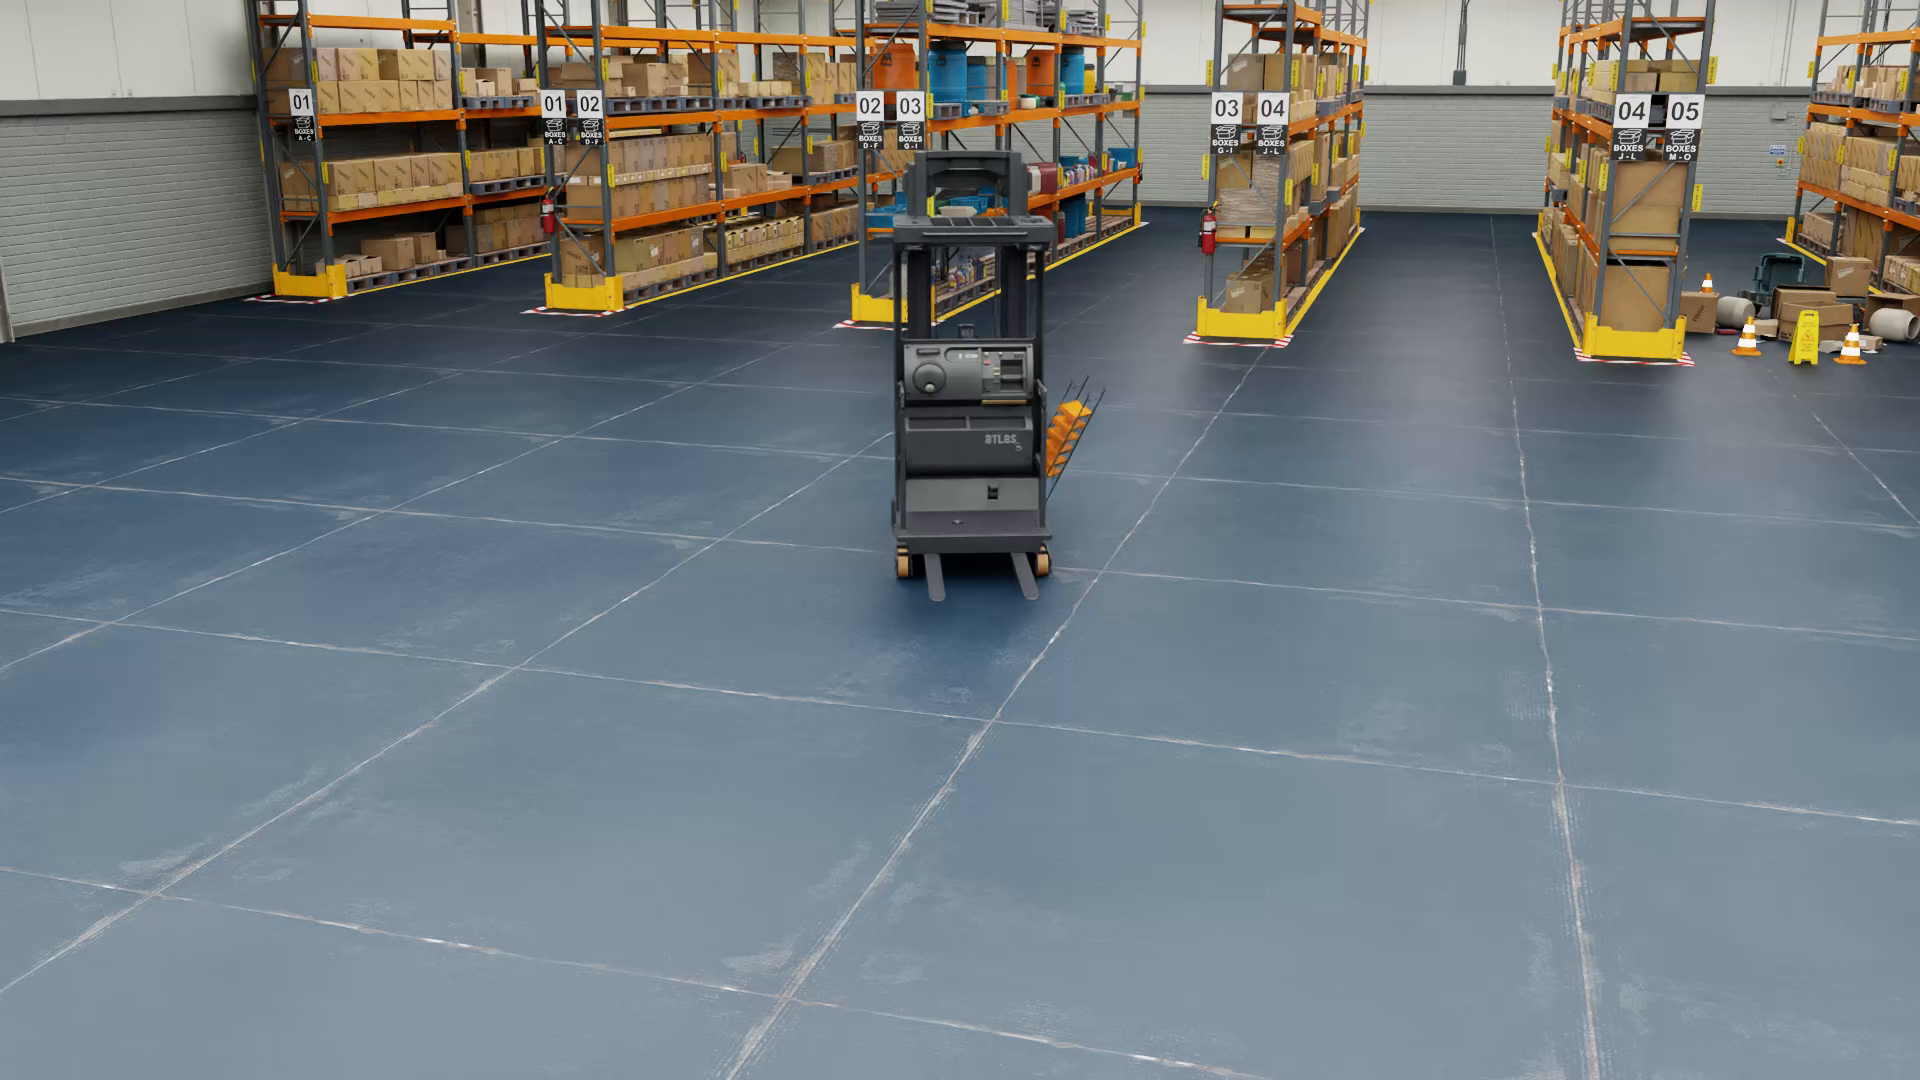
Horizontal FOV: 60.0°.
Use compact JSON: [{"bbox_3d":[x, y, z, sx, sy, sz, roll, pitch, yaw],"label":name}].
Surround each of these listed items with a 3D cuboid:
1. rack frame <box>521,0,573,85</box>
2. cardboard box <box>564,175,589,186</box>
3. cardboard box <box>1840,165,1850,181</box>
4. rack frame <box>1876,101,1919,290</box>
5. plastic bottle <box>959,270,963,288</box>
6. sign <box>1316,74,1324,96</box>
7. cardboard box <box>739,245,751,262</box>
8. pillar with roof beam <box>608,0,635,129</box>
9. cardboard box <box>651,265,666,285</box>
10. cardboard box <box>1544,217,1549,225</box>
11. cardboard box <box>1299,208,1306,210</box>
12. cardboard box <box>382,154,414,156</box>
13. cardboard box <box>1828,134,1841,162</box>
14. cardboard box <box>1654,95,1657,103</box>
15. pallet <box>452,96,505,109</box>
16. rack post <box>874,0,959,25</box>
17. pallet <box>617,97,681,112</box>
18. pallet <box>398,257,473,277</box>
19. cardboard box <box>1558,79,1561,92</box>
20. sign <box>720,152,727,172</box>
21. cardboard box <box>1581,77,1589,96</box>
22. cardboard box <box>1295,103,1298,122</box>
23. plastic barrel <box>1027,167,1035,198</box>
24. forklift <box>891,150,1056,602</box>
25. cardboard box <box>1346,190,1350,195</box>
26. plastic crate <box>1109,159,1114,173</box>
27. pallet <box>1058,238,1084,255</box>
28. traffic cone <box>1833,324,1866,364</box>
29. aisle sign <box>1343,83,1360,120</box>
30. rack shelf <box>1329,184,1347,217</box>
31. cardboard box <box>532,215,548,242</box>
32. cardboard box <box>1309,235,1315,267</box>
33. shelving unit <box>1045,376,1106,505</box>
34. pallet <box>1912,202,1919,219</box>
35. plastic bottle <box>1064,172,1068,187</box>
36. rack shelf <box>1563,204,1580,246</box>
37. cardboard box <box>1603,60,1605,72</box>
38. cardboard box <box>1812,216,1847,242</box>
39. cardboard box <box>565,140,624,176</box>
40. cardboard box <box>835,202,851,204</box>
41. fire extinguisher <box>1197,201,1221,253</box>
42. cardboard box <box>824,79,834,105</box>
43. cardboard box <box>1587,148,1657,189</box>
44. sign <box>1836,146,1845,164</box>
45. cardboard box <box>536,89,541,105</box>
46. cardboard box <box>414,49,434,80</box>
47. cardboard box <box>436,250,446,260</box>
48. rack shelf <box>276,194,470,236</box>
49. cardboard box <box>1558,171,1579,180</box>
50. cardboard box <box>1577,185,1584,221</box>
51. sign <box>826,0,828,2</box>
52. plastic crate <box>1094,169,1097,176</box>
[{"bbox_3d":[-8.170,-10.342,32.801,1.000,3.000,0.127,5,16,16],"label":"rack frame"},{"bbox_3d":[-5.767,-5.455,25.192,0.380,0.149,0.250,4,16,15],"label":"cardboard box"},{"bbox_3d":[16.320,-6.657,30.161,0.500,0.250,0.500,4,16,14],"label":"cardboard box"},{"bbox_3d":[15.579,-5.535,26.848,1.000,3.000,0.127,5,16,16],"label":"rack frame"},{"bbox_3d":[-0.005,-4.060,25.840,0.097,0.271,0.097,0,16,0],"label":"plastic bottle"},{"bbox_3d":[5.463,-6.909,25.247,0.100,0.325,0.005,5,16,16],"label":"sign"},{"bbox_3d":[-4.058,-5.126,29.673,0.500,0.250,0.500,5,17,17],"label":"cardboard box"},{"bbox_3d":[-3.536,-11.305,36.196,9.100,9.000,0.400,5,16,16],"label":"pillar with roof beam"},{"bbox_3d":[-5.046,-4.244,26.565,0.500,0.250,0.500,5,16,16],"label":"cardboard box"},{"bbox_3d":[12.389,-6.645,34.671,0.380,0.149,0.250,5,17,18],"label":"cardboard box"},{"bbox_3d":[5.081,-4.993,25.395,0.380,0.149,0.250,5,16,16],"label":"cardboard box"},{"bbox_3d":[-9.791,-6.466,28.993,0.500,0.500,0.500,5,16,16],"label":"cardboard box"},{"bbox_3d":[16.737,-7.388,31.364,0.500,0.500,0.500,4,16,15],"label":"cardboard box"},{"bbox_3d":[9.366,-5.834,21.911,0.380,0.149,0.250,5,17,16],"label":"cardboard box"},{"bbox_3d":[-9.029,-7.916,30.087,1.213,0.211,1.003,5,16,16],"label":"pallet"},{"bbox_3d":[-0.608,-7.429,23.444,0.937,0.300,0.954,7,17,22],"label":"rack post"},{"bbox_3d":[-5.123,-6.884,26.267,1.003,0.211,1.213,5,16,16],"label":"pallet"},{"bbox_3d":[-9.464,-4.890,29.682,1.003,0.211,1.213,5,16,16],"label":"pallet"},{"bbox_3d":[12.259,-9.102,33.285,0.500,0.250,0.500,4,16,14],"label":"cardboard box"},{"bbox_3d":[-4.024,-6.439,28.300,0.100,0.325,0.005,5,16,16],"label":"sign"},{"bbox_3d":[10.387,-7.371,27.032,0.500,0.311,0.500,5,16,16],"label":"cardboard box"},{"bbox_3d":[4.329,-5.823,22.641,0.500,0.250,0.500,4,16,15],"label":"cardboard box"},{"bbox_3d":[1.121,-6.346,29.500,0.421,0.512,0.421,0,16,0],"label":"plastic barrel"},{"bbox_3d":[0.077,-1.224,11.773,1.130,2.935,3.031,-1,16,-3],"label":"forklift"},{"bbox_3d":[7.478,-6.697,34.066,0.875,0.875,0.875,5,16,16],"label":"cardboard box"},{"bbox_3d":[3.076,-8.092,35.967,0.437,0.282,0.530,5,16,16],"label":"plastic crate"},{"bbox_3d":[1.861,-5.874,33.152,1.003,0.211,1.213,5,16,16],"label":"pallet"},{"bbox_3d":[11.030,-2.432,20.554,0.336,0.463,0.334,5,16,16],"label":"traffic cone"},{"bbox_3d":[8.659,-9.643,36.566,0.394,0.787,0.004,5,16,16],"label":"aisle sign"},{"bbox_3d":[6.646,-6.481,31.500,1.077,0.370,4.000,5,16,16],"label":"rack shelf"},{"bbox_3d":[-8.583,-6.147,32.779,0.700,0.500,0.500,5,16,16],"label":"cardboard box"},{"bbox_3d":[5.761,-4.990,28.700,0.700,0.500,0.500,3,16,11],"label":"cardboard box"},{"bbox_3d":[0.795,-0.772,13.451,0.189,1.200,0.258,41,35,23],"label":"shelving unit"},{"bbox_3d":[15.055,-4.922,25.037,1.003,0.211,1.213,5,16,16],"label":"pallet"},{"bbox_3d":[2.040,-6.933,31.989,0.061,0.283,0.133,5,16,16],"label":"plastic bottle"},{"bbox_3d":[10.236,-5.023,26.362,1.077,0.370,4.000,5,16,16],"label":"rack shelf"},{"bbox_3d":[8.806,-6.335,22.218,0.380,0.149,0.250,5,16,16],"label":"cardboard box"},{"bbox_3d":[17.508,-6.177,33.037,0.875,0.438,0.875,5,17,17],"label":"cardboard box"},{"bbox_3d":[-5.533,-5.787,25.175,0.700,0.500,0.500,5,16,16],"label":"cardboard box"},{"bbox_3d":[-2.654,-7.021,35.860,0.500,0.500,0.500,4,16,13],"label":"cardboard box"},{"bbox_3d":[3.329,-4.179,22.209,0.296,0.674,0.183,5,16,16],"label":"fire extinguisher"},{"bbox_3d":[-3.035,-8.950,33.208,0.910,0.500,0.500,5,16,16],"label":"cardboard box"},{"bbox_3d":[9.529,-5.344,23.920,0.875,0.550,0.550,5,16,16],"label":"cardboard box"},{"bbox_3d":[16.183,-7.079,30.559,0.100,0.325,0.005,5,16,16],"label":"sign"},{"bbox_3d":[-8.116,-8.657,32.482,0.500,0.311,0.500,5,16,16],"label":"cardboard box"},{"bbox_3d":[-9.336,-8.094,28.321,0.500,0.500,0.500,6,17,19],"label":"cardboard box"},{"bbox_3d":[-9.430,-5.116,29.755,0.380,0.166,0.250,2,16,9],"label":"cardboard box"},{"bbox_3d":[-9.875,-5.540,28.184,1.077,0.370,4.000,5,16,16],"label":"rack shelf"},{"bbox_3d":[10.508,-6.282,28.625,0.380,0.149,0.250,5,17,17],"label":"cardboard box"},{"bbox_3d":[9.559,-5.052,24.959,0.500,0.500,0.500,5,16,16],"label":"cardboard box"},{"bbox_3d":[-2.798,-11.540,35.167,0.100,0.325,0.005,5,16,16],"label":"sign"},{"bbox_3d":[2.734,-7.747,35.019,0.396,0.136,0.243,5,16,16],"label":"plastic crate"}]
